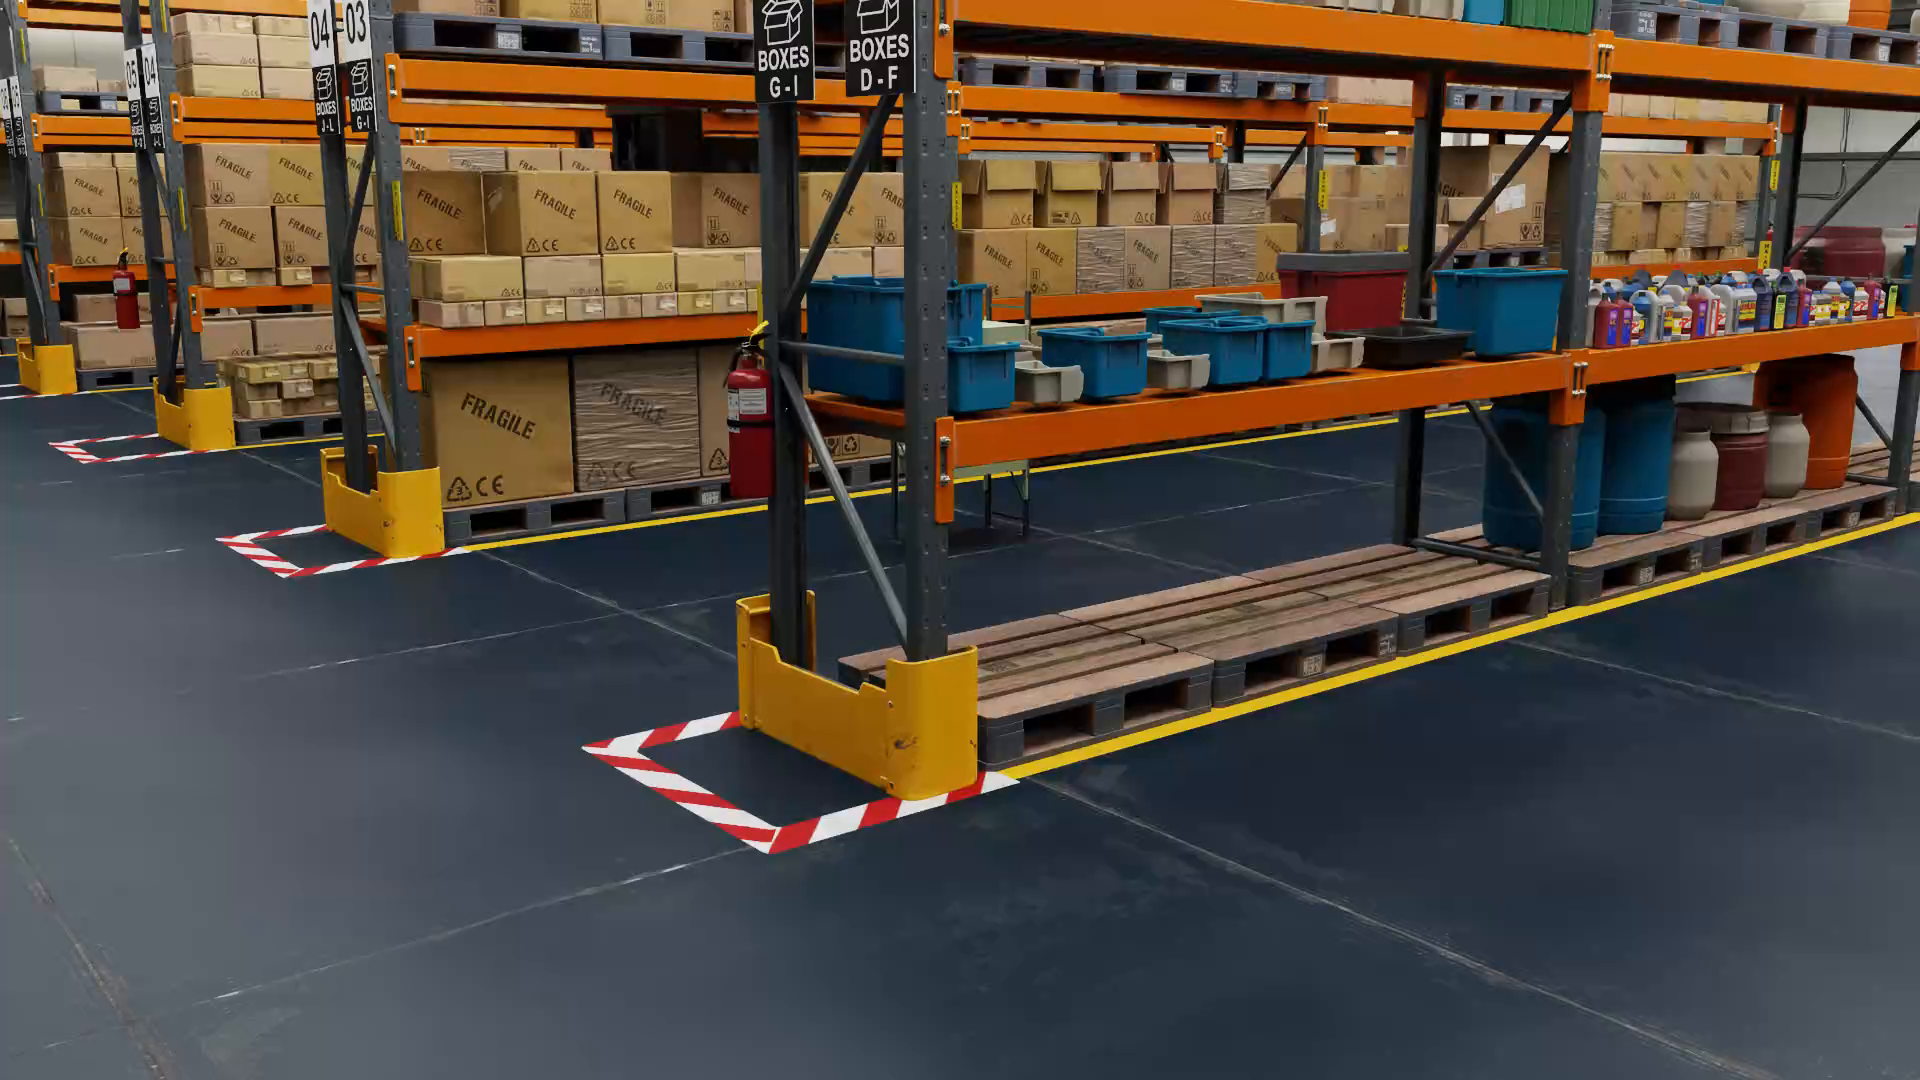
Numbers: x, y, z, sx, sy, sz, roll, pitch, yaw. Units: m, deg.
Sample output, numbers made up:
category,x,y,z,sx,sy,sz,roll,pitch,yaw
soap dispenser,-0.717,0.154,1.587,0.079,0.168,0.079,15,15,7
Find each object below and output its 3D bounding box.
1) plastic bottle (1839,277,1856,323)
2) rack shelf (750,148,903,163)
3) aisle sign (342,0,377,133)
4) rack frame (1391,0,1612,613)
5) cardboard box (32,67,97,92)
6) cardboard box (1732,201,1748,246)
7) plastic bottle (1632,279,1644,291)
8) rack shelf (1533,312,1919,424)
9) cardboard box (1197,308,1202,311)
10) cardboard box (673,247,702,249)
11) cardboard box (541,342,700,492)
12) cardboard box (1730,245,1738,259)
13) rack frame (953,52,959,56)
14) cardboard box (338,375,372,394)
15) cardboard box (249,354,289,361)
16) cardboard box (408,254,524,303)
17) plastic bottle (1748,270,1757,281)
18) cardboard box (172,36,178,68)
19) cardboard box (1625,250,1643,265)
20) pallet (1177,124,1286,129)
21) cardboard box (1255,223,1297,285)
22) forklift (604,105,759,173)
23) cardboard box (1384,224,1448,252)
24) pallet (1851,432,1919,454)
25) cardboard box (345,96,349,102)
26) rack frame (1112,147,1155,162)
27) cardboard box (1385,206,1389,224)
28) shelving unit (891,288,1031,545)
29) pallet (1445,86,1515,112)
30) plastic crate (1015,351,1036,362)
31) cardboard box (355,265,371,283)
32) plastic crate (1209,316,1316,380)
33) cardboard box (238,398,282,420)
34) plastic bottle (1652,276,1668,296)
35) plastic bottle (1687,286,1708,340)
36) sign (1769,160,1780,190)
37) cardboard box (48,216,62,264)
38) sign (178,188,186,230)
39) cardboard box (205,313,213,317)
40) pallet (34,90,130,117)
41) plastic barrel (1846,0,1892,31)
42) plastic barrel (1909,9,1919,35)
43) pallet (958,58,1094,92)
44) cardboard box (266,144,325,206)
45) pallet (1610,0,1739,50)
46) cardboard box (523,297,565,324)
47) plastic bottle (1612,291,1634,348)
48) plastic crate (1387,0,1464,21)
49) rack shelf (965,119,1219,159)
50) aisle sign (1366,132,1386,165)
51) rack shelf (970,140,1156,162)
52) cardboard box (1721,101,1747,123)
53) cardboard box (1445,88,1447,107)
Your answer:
category,x,y,z,sx,sy,sz,roll,pitch,yaw
plastic bottle,5.364,-1.456,10.074,0.097,0.271,0.097,0,12,0
rack shelf,-1.857,-6.817,29.522,4.000,0.370,1.077,-9,15,-38
aisle sign,-3.363,-2.687,9.301,0.004,0.787,0.394,-9,15,-38
rack frame,2.723,-1.189,8.506,0.127,3.000,1.000,-9,15,-38
cardboard box,-9.390,-4.802,17.408,0.500,0.250,0.500,-11,16,-43
cardboard box,8.553,-3.677,19.265,0.500,0.500,0.875,-9,15,-38
plastic bottle,4.010,-1.417,9.889,0.097,0.271,0.097,0,12,0
rack shelf,4.285,-1.096,9.803,4.000,0.370,1.077,-9,15,-38
cardboard box,2.201,-1.591,14.505,0.875,0.875,1.225,-10,16,-40
cardboard box,-2.084,-1.851,11.270,0.500,0.250,0.500,-9,15,-38
cardboard box,-2.334,-0.853,11.030,0.875,0.875,0.875,-9,15,-38
cardboard box,8.710,-3.324,19.164,0.250,0.149,0.380,-9,15,-38
rack frame,-0.371,-4.927,11.666,0.127,3.000,1.000,-9,15,-38
cardboard box,-5.291,-1.362,14.456,0.250,0.149,0.380,-9,15,-36
cardboard box,-6.027,-1.526,14.512,0.250,0.149,0.380,-9,15,-37
cardboard box,-2.951,-1.564,9.916,0.500,0.250,0.500,-10,16,-39
plastic bottle,5.199,-1.631,10.896,0.097,0.271,0.097,0,12,0
cardboard box,-6.313,-4.030,13.823,0.500,0.250,0.500,-10,16,-39
cardboard box,7.023,-3.013,17.703,0.250,0.149,0.380,-9,15,-38
pallet,3.502,-5.376,21.218,1.213,0.211,1.003,-9,15,-38
cardboard box,2.522,-2.456,14.232,0.500,0.500,0.500,-9,15,-36
forklift,-2.068,-2.332,14.056,3.031,2.935,1.130,-10,16,-39
cardboard box,4.205,-2.823,15.554,0.500,0.250,0.500,-10,16,-39
pallet,7.428,-0.595,12.425,1.213,0.211,1.003,-9,15,-38
cardboard box,-5.196,-3.838,14.121,0.500,0.250,0.500,-10,16,-39
rack frame,2.809,-5.157,27.191,0.127,3.000,1.000,-9,15,-38
cardboard box,5.718,-4.385,23.195,0.550,0.550,0.875,-9,15,-38
shelving unit,0.005,-0.735,9.977,0.755,1.500,0.431,-9,15,-38
pallet,4.519,-4.208,15.953,1.003,0.211,1.213,-9,15,-38
plastic crate,0.124,-0.705,6.719,0.243,0.136,0.396,-9,15,-38
cardboard box,-5.296,-2.310,14.389,0.250,0.149,0.380,-10,15,-38
plastic crate,1.261,-0.806,6.960,0.300,0.233,0.416,-9,15,-38
cardboard box,-5.905,-1.118,14.023,0.250,0.149,0.380,-9,15,-37
plastic bottle,4.224,-1.463,10.098,0.135,0.276,0.152,-9,15,-38
plastic bottle,3.970,-1.225,8.959,0.133,0.283,0.061,-9,15,-38
sign,9.330,-4.178,19.033,0.005,0.325,0.100,-9,15,-38
cardboard box,-9.474,-3.235,17.901,0.500,0.500,0.500,-9,15,-37
sign,-6.175,-2.626,13.191,0.005,0.325,0.100,-9,15,-38
cardboard box,-10.668,-3.111,23.412,0.250,0.149,0.380,-10,15,-38
pallet,-9.112,-4.602,17.573,1.213,0.211,1.003,-9,15,-38
plastic barrel,5.402,-3.517,10.206,0.708,0.830,0.600,-9,15,-38
plastic barrel,6.281,-3.220,10.583,0.421,0.512,0.421,0,12,0
pallet,0.314,-3.493,12.595,1.217,0.209,0.805,-10,16,-40
cardboard box,-5.607,-3.056,13.935,0.500,0.500,0.500,-9,15,-36
pallet,3.274,-2.681,8.767,1.003,0.211,1.213,-9,15,-38
cardboard box,-2.612,-1.410,10.150,0.250,0.149,0.380,-10,16,-39
plastic bottle,3.380,-1.127,8.498,0.133,0.283,0.061,-9,15,-38
plastic crate,1.968,-2.300,7.154,0.466,0.136,0.293,-9,15,-38
rack shelf,1.295,-4.704,19.569,4.000,0.370,1.077,-9,15,-38
aisle sign,5.848,-5.696,23.475,0.004,0.787,0.394,-9,15,-38
rack shelf,1.247,-6.012,25.732,4.000,0.370,1.077,-9,15,-38
cardboard box,8.394,-4.774,18.530,0.500,0.250,0.500,-9,15,-37
cardboard box,4.075,-4.060,15.165,0.500,0.250,0.500,-9,15,-36
